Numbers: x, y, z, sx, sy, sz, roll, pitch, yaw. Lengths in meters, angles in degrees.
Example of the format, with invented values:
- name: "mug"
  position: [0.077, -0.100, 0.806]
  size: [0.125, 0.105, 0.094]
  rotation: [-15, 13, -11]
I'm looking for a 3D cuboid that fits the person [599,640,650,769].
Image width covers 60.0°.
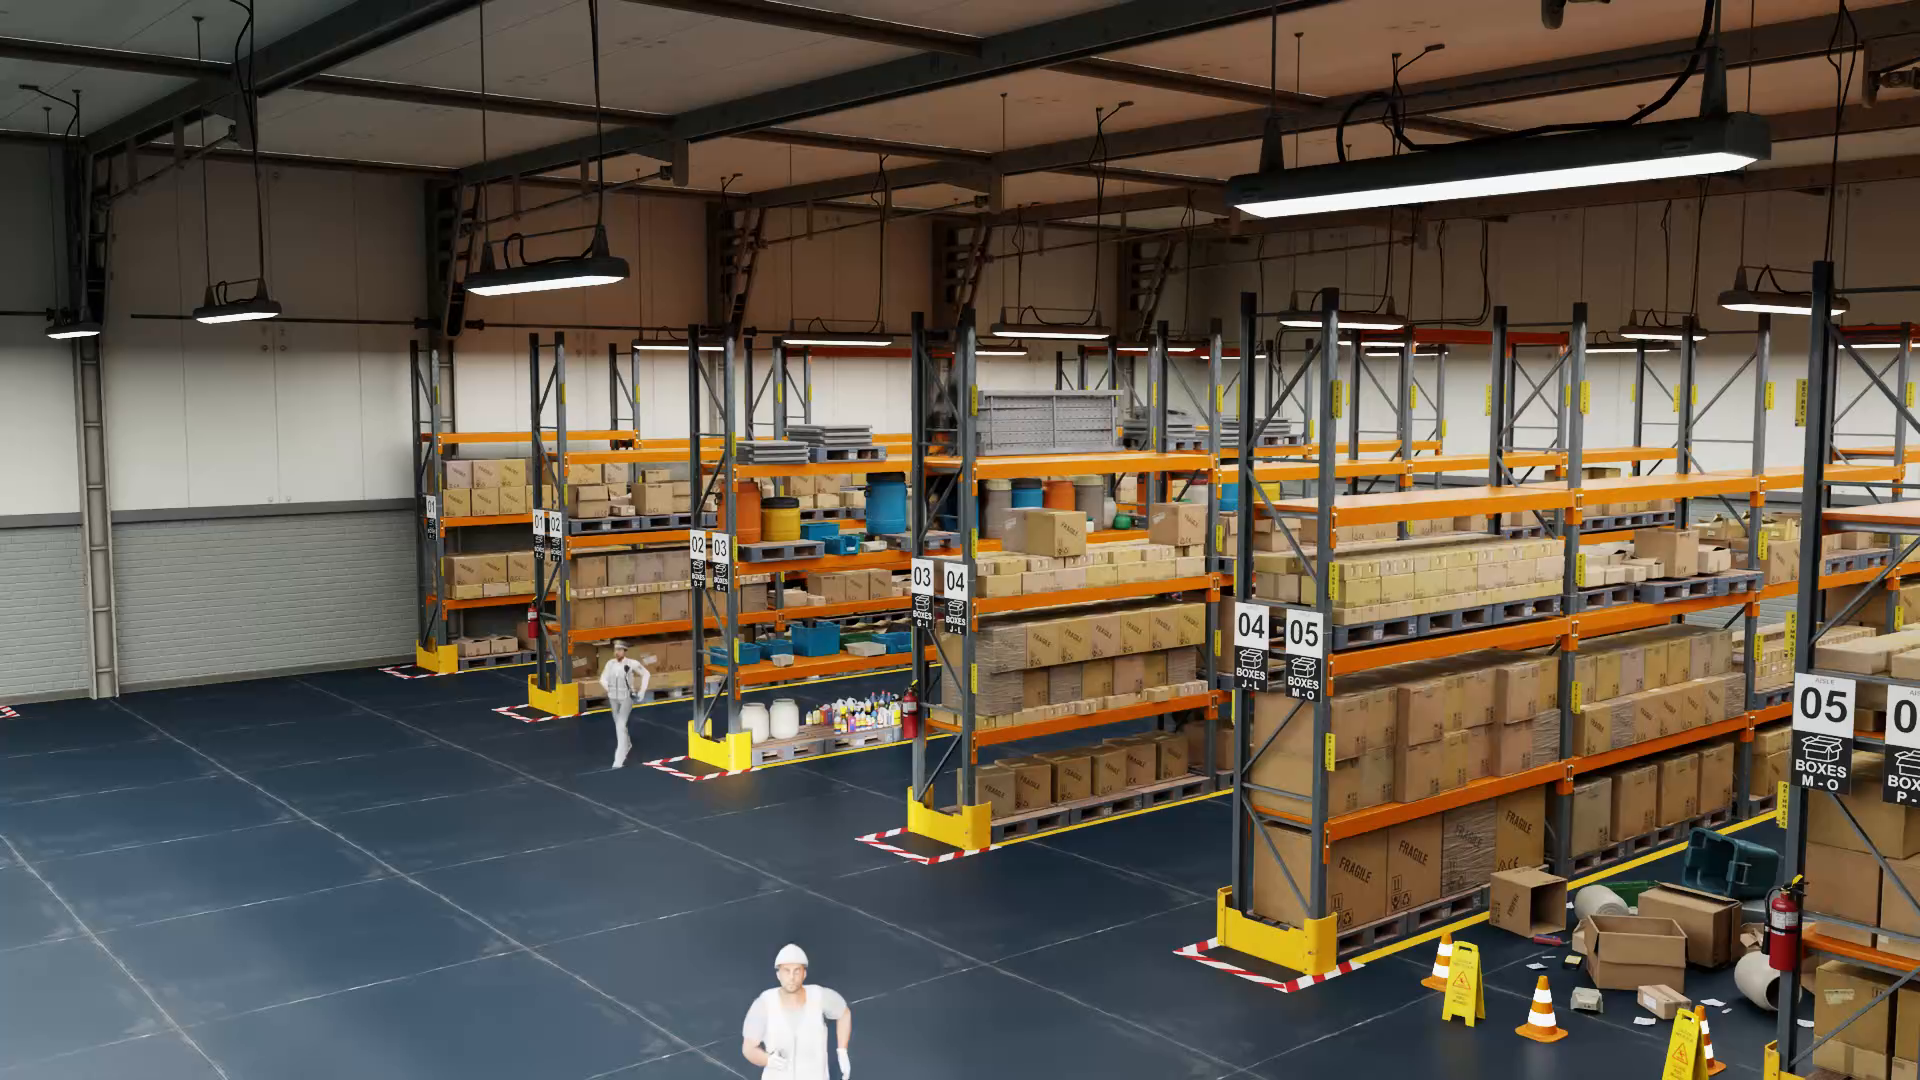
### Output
- name: "person"
  position: [-4.620, 2.218, 22.797]
  size: [0.632, 1.750, 0.716]
  rotation: [2, 6, 17]

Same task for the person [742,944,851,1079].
- name: "person"
  position: [-0.988, 3.350, 10.061]
  size: [0.645, 1.820, 0.734]
  rotation: [0, 5, -2]

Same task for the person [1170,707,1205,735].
- name: "person"
  position: [3.277, 2.083, 23.817]
  size: [0.748, 1.783, 0.683]
  rotation: [-5, 7, -43]
